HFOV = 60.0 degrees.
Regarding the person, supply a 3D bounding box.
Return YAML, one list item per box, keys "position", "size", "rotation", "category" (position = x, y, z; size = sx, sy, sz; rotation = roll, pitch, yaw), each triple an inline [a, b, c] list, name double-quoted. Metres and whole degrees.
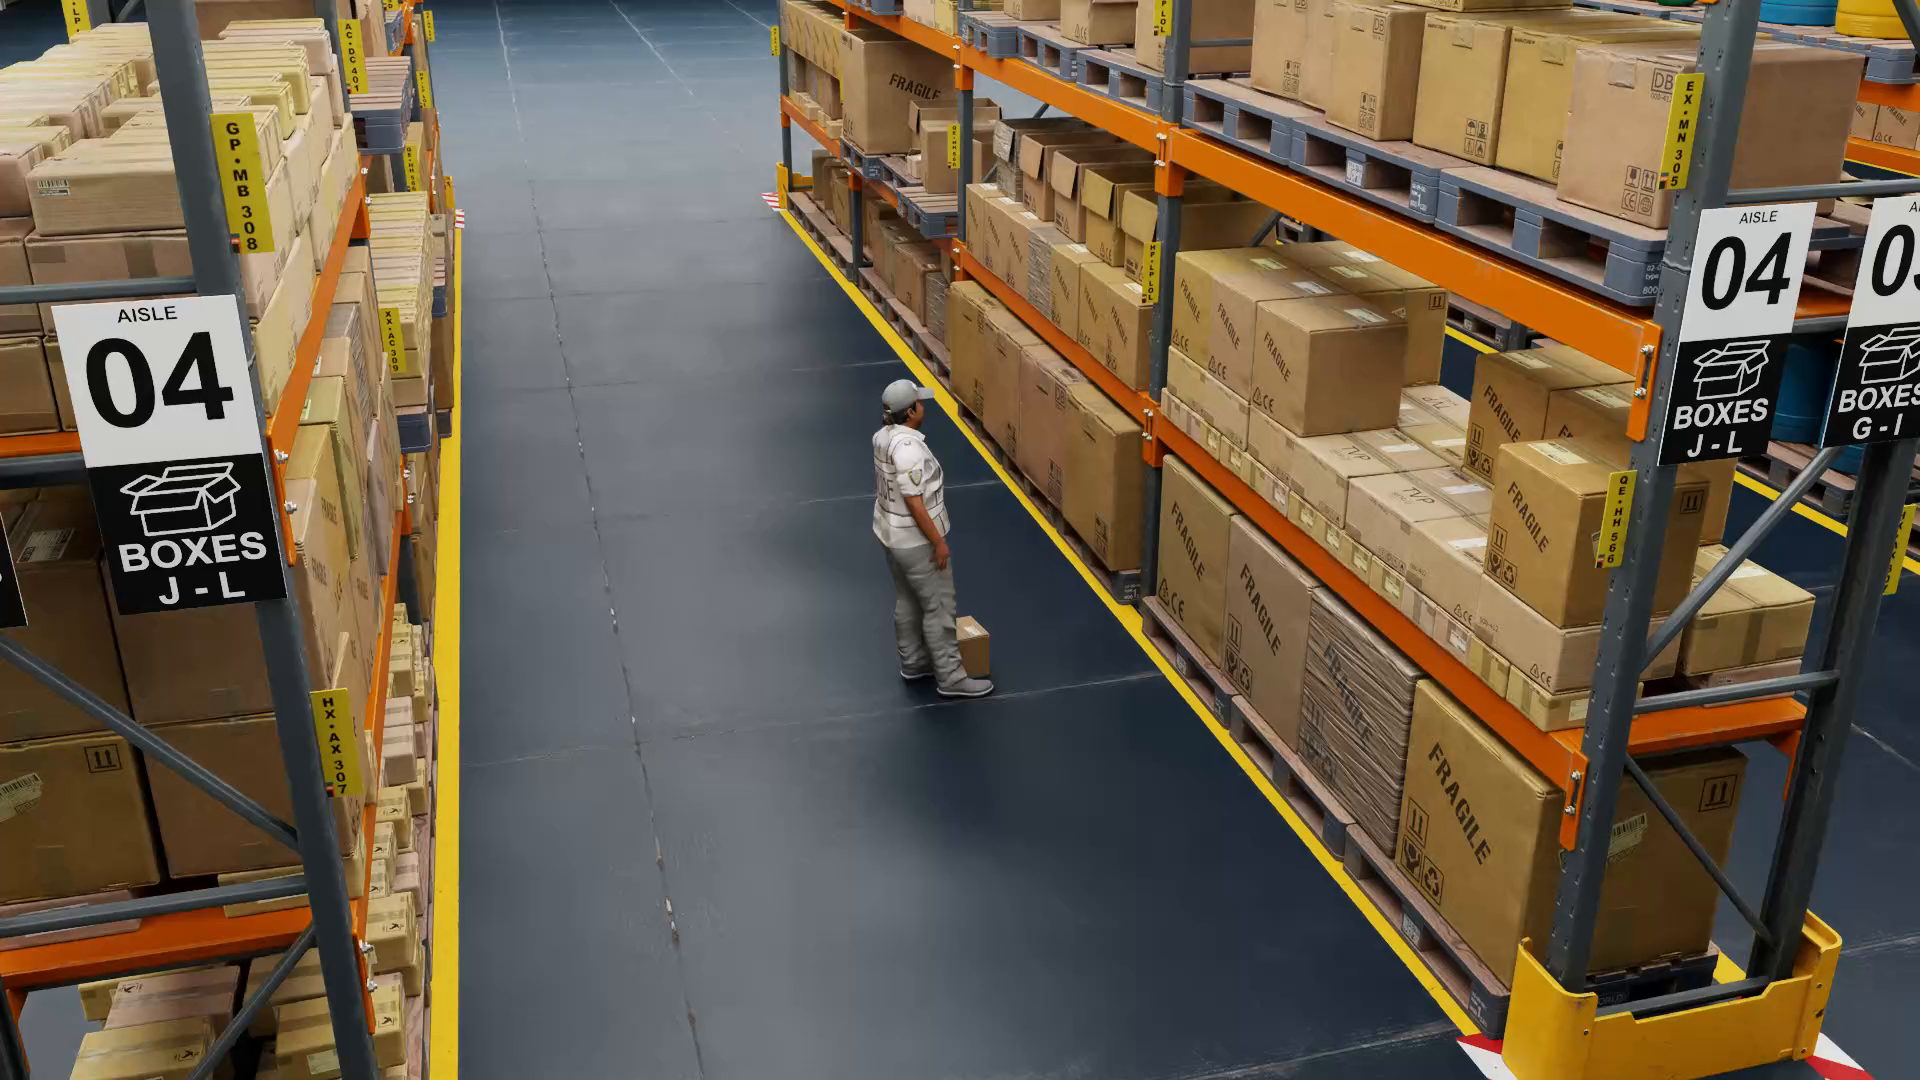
- position: [-0.160, -0.023, 8.618]
  size: [0.525, 1.670, 0.598]
  rotation: [-9, 25, -20]
  category: "person"
